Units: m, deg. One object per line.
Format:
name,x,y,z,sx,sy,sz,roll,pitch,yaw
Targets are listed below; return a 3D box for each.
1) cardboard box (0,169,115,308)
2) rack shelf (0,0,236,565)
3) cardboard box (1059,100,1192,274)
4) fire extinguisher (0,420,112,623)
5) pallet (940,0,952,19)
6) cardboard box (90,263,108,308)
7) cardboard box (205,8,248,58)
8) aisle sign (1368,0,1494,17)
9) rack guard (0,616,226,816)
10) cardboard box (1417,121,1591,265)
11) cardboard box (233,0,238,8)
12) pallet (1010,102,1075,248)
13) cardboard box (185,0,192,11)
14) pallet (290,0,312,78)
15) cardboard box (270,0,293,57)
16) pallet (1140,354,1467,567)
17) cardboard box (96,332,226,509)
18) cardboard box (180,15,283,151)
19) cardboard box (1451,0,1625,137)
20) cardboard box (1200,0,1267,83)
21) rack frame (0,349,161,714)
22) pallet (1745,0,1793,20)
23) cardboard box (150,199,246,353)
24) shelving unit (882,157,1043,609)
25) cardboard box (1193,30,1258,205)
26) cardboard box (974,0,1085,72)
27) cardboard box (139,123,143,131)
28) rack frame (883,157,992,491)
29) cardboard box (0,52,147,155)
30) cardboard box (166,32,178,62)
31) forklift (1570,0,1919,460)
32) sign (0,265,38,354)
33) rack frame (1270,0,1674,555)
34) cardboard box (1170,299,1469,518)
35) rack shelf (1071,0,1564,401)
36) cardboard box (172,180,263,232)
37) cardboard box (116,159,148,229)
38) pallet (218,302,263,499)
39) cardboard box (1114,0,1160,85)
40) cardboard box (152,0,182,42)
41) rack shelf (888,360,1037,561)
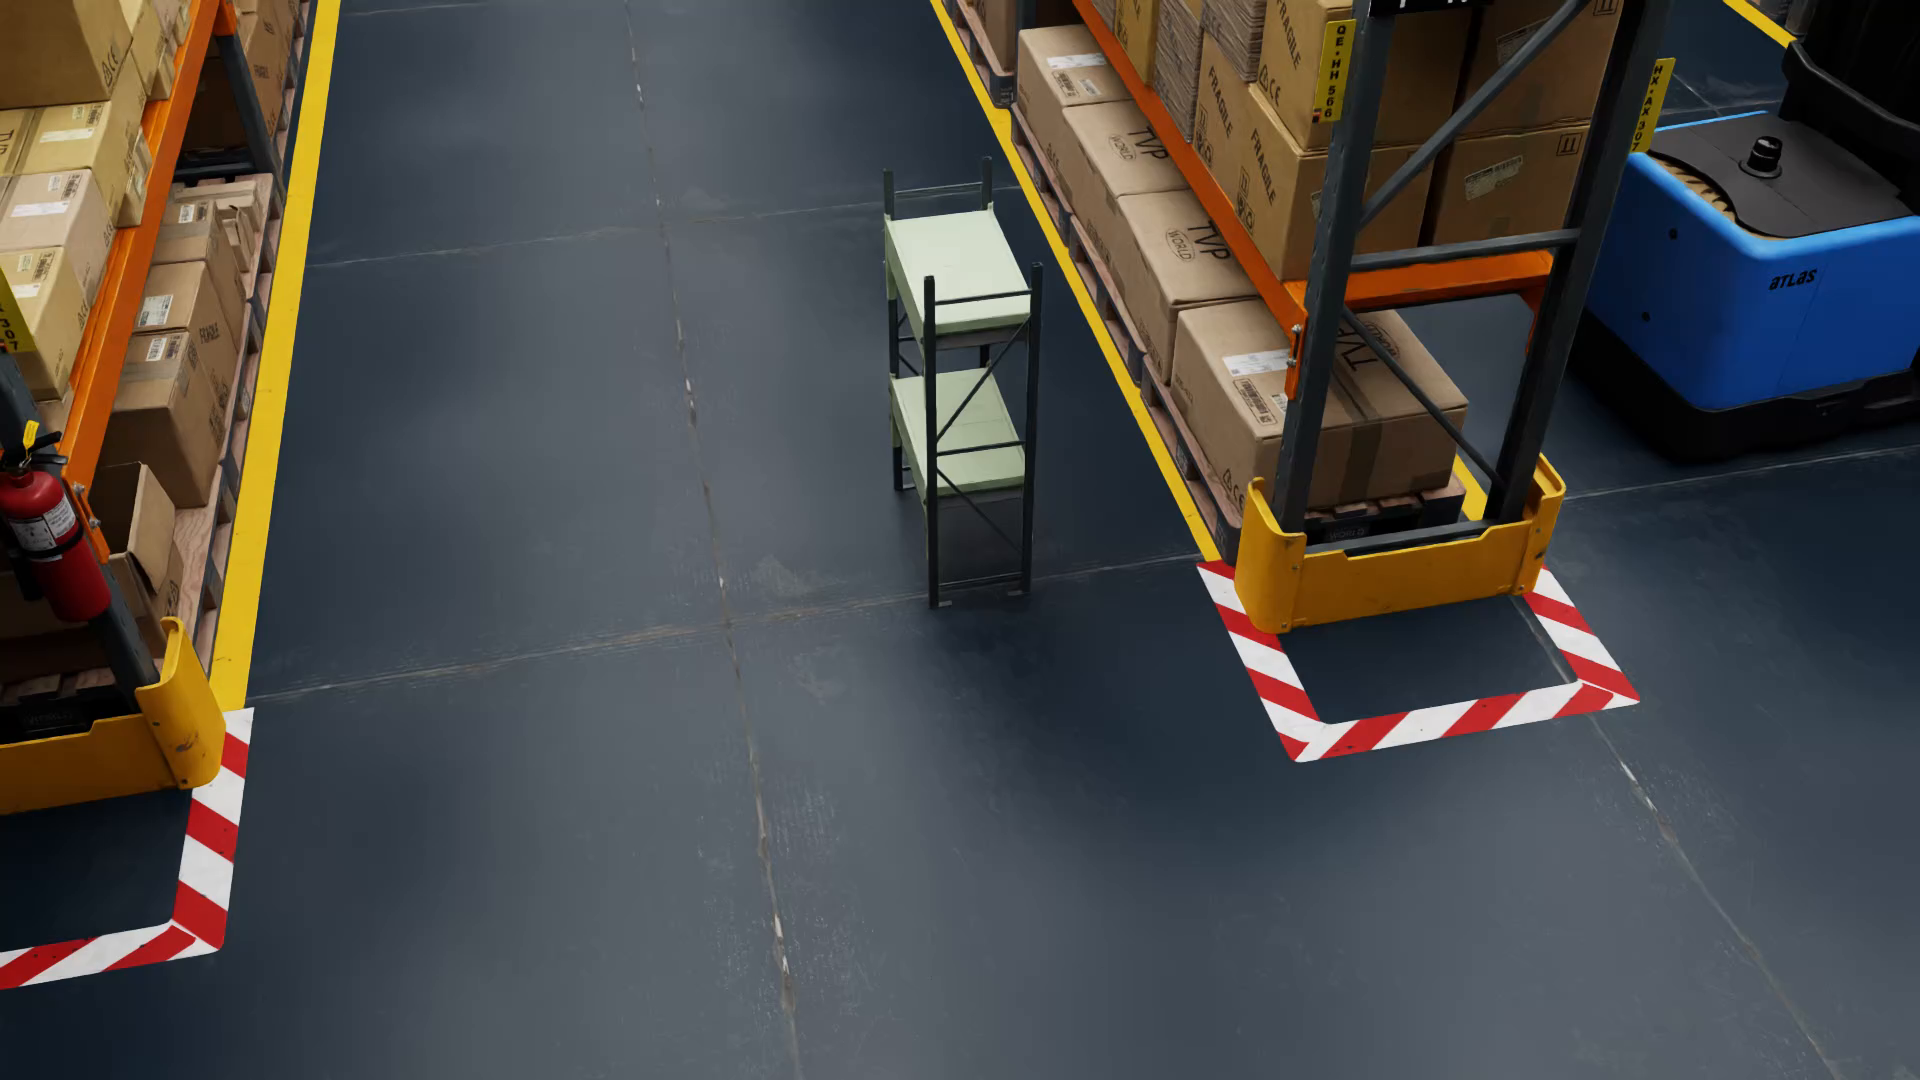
cardboard box,-3.122,-0.965,5.466,0.500,0.250,0.500,-8,42,-9
rack shelf,-3.610,-1.278,6.472,1.077,0.370,4.000,-8,42,-9
cardboard box,1.029,-1.753,8.079,0.875,0.438,0.875,-10,42,-11
fire extinguisher,-2.695,-0.053,4.889,0.296,0.674,0.183,-8,42,-9
pallet,0.297,-3.796,10.867,1.003,0.211,1.213,-8,42,-9
cardboard box,-3.167,-0.905,5.699,0.380,0.149,0.250,-7,42,-8
cardboard box,-3.859,-2.578,8.473,0.380,0.149,0.250,-6,42,-7
aisle sign,1.380,-1.845,4.611,0.394,0.787,0.004,-8,42,-9
rack guard,-3.195,0.635,5.658,1.175,0.500,0.348,-8,42,-9
cardboard box,1.844,-1.353,5.940,0.500,0.500,0.500,-9,42,-10
cardboard box,-4.061,-2.912,8.849,0.380,0.149,0.250,-10,43,-12
pallet,0.892,-2.010,8.855,1.003,0.211,1.213,-8,42,-9
cardboard box,-3.649,-2.413,7.398,0.380,0.149,0.250,-7,42,-8
pallet,-4.521,-3.114,10.099,1.003,0.211,1.213,-8,42,-9
cardboard box,-4.154,-3.079,9.526,0.500,0.500,0.500,-10,42,-11
pallet,1.418,-0.428,7.073,1.003,0.211,1.213,-8,42,-9
cardboard box,-3.364,-0.442,6.555,0.700,0.500,0.500,-7,42,-8
cardboard box,-3.926,-2.411,8.773,0.500,0.500,0.500,-7,42,-7
cardboard box,1.842,-1.727,5.608,0.500,0.500,0.500,-9,42,-10
cardboard box,1.189,-1.988,5.902,0.500,0.500,0.500,-8,42,-9
rack frame,-3.178,-0.250,4.772,1.000,3.000,0.127,-8,42,-9
pallet,5.446,-3.793,10.864,1.003,0.211,1.213,-8,42,-9
cardboard box,-3.588,-1.115,7.313,0.700,0.500,0.500,-10,43,-11
shelving unit,-0.001,-0.565,6.257,0.431,1.500,0.755,-8,42,-9
cardboard box,1.211,-1.603,6.222,0.500,0.500,0.500,-9,42,-10
cardboard box,0.592,-3.310,9.503,0.875,0.875,0.875,-7,42,-8
cardboard box,-3.411,-1.576,6.455,0.380,0.149,0.250,-8,42,-9
rack frame,-0.080,-0.802,6.524,0.400,1.500,0.023,-8,42,-9
cardboard box,-3.366,-1.621,6.206,0.500,0.250,0.500,-9,42,-10
cardboard box,-3.539,-2.074,7.016,0.380,0.149,0.250,-7,42,-8
forklift,4.334,-2.011,6.808,3.031,2.935,1.130,-12,43,-13
sign,-2.649,-0.652,4.573,0.100,0.325,0.005,-8,42,-9
rack frame,1.667,-0.964,5.576,1.000,3.000,0.127,-8,42,-9
cardboard box,1.427,-0.576,6.753,0.875,0.438,0.875,-10,43,-11
rack shelf,1.236,-1.991,7.276,1.077,0.370,4.000,-8,42,-9
cardboard box,-3.635,-1.615,8.141,0.380,0.149,0.250,-10,42,-11
cardboard box,-3.211,-1.251,6.089,0.380,0.149,0.250,-9,42,-11
pallet,-3.628,-0.562,7.225,1.003,0.211,1.213,-8,42,-9
cardboard box,0.967,-2.268,6.971,0.500,0.500,0.500,-7,42,-8
cardboard box,-3.571,-2.280,6.948,0.500,0.250,0.500,-8,42,-9
rack shelf,-0.001,-0.321,6.473,0.431,0.370,0.720,-8,42,-9
